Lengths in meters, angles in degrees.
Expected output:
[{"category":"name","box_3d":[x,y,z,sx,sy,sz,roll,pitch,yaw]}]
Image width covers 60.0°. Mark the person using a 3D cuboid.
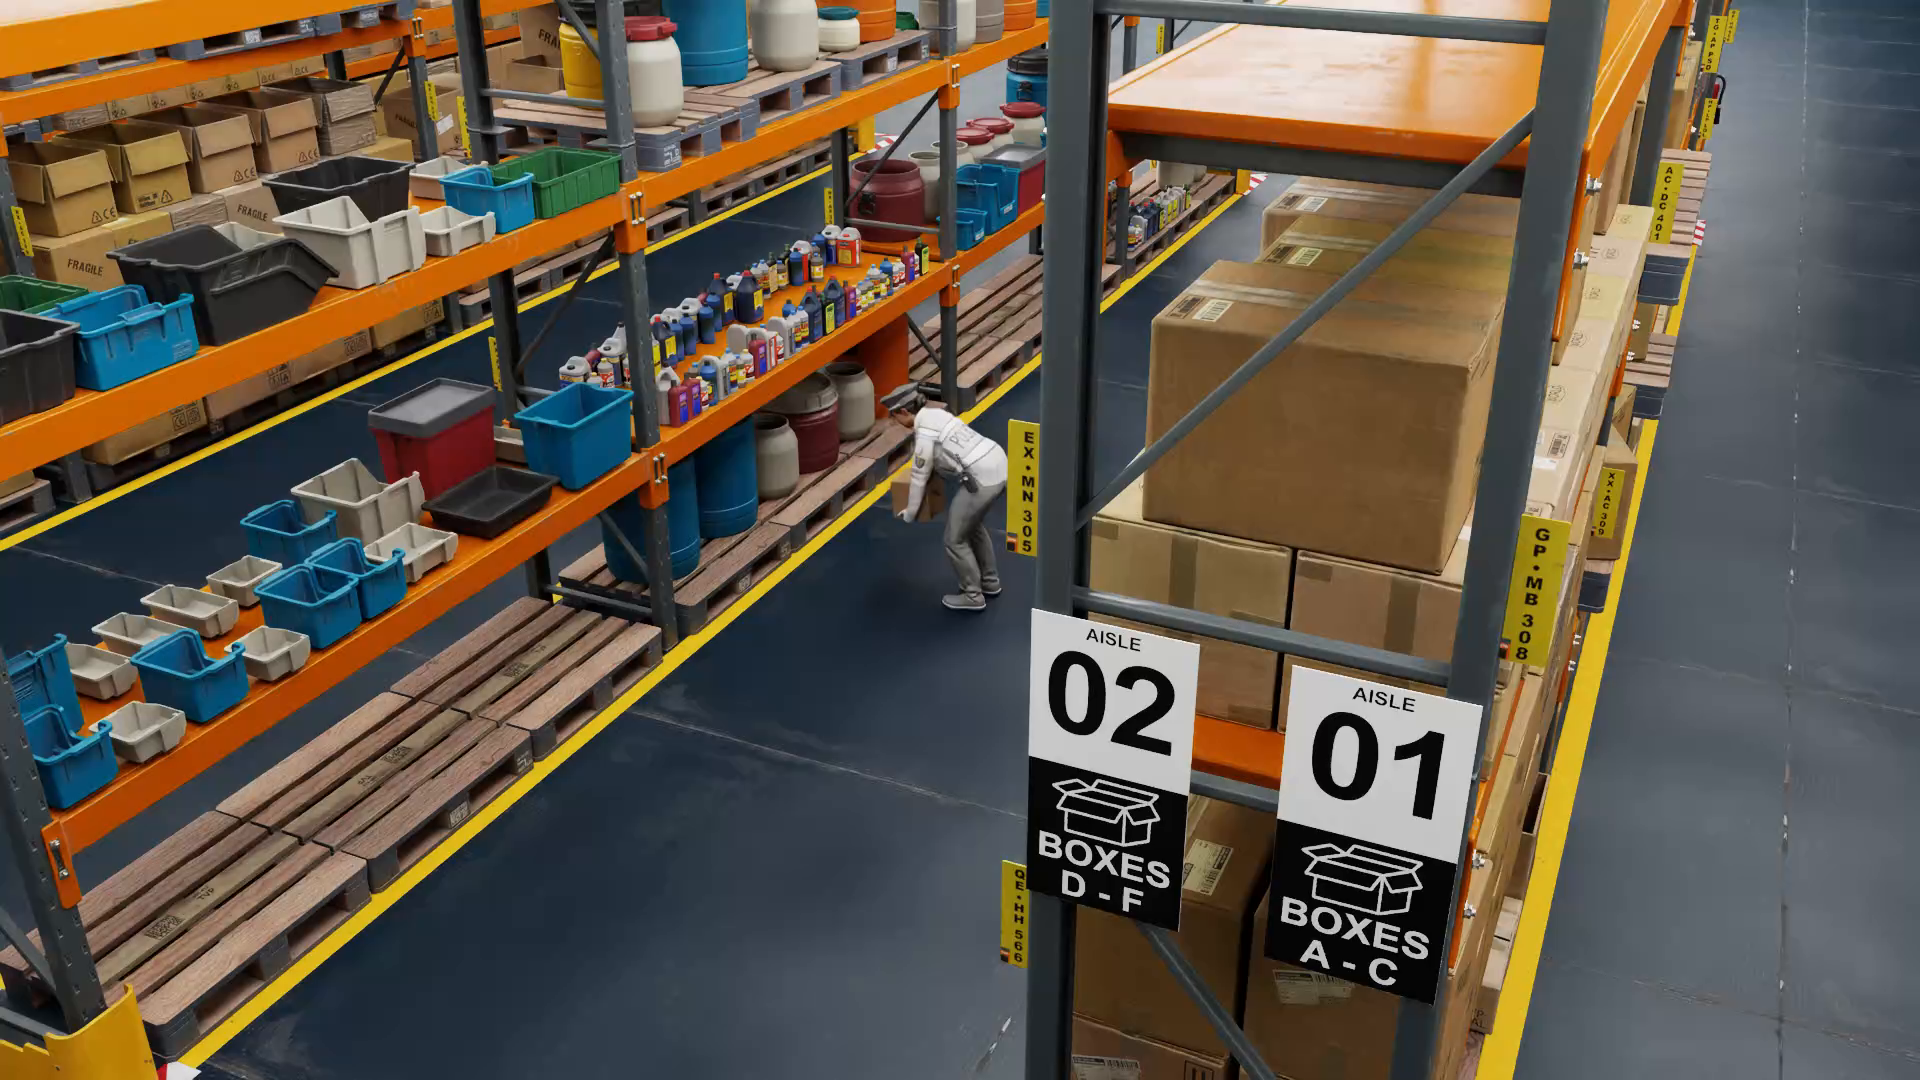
[{"category":"person","box_3d":[-0.097,-0.281,10.296,0.826,1.395,0.415,11,28,20]}]
